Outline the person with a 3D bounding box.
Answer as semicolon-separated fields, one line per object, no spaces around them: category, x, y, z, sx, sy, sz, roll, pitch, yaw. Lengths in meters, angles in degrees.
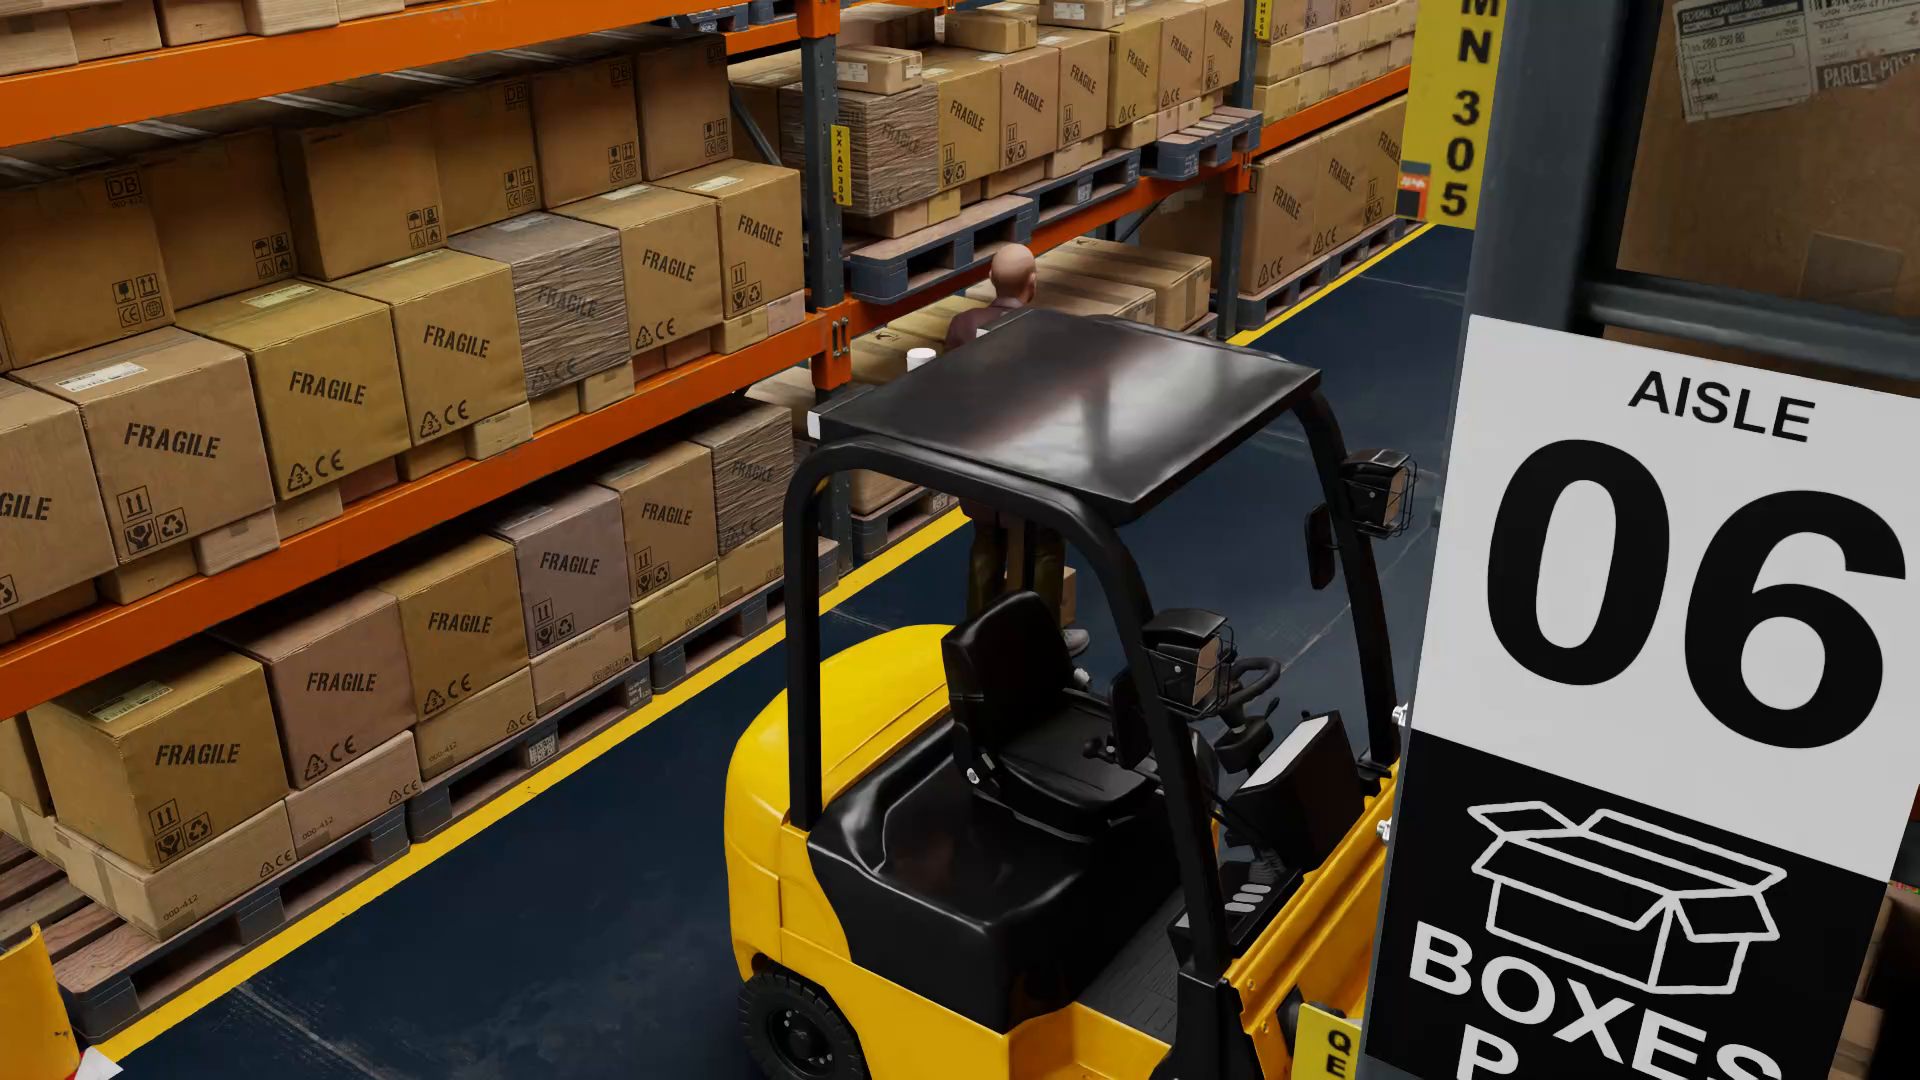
person;0.214;-0.329;6.792;0.647;1.772;0.433;13;29;25
